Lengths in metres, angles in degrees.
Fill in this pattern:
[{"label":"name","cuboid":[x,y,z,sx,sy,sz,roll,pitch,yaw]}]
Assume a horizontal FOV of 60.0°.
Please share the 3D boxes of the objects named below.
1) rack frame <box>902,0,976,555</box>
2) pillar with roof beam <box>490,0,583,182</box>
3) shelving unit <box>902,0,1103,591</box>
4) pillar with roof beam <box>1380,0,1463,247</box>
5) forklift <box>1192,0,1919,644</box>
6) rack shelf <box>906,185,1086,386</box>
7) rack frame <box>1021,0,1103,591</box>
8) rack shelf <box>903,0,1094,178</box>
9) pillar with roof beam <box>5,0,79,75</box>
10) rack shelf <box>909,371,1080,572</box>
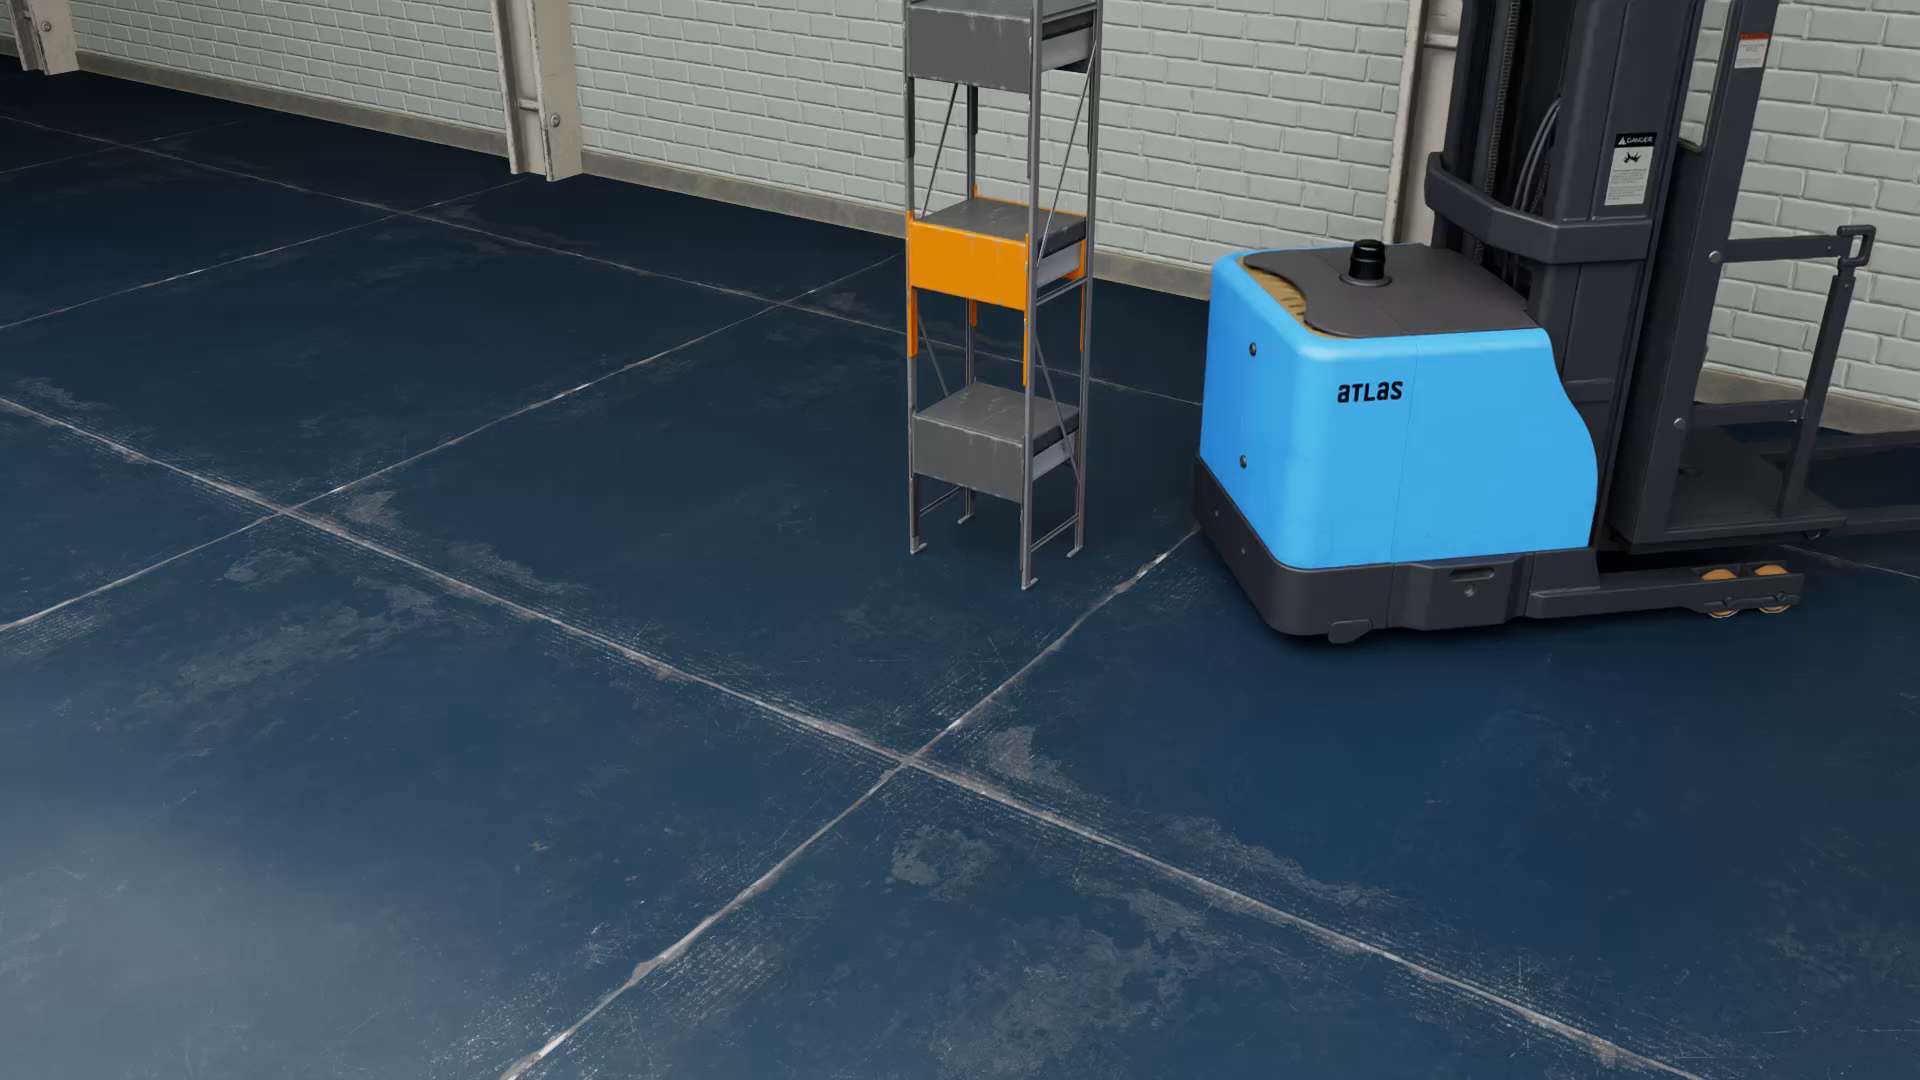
[{"label":"rack frame","cuboid":[-0.065,-0.956,5.813,0.015,2.100,0.400,17,32,30]},{"label":"pillar with roof beam","cuboid":[-5.172,-4.844,5.847,0.400,9.000,9.100,17,32,30]},{"label":"shelving unit","cuboid":[0.136,-0.893,5.690,0.503,2.100,0.431,17,32,30]},{"label":"pillar with roof beam","cuboid":[-0.226,-3.304,2.820,0.400,9.000,9.100,17,32,30]},{"label":"forklift","cuboid":[2.444,-1.269,5.511,3.031,2.935,1.130,-4,27,-9]},{"label":"rack shelf","cuboid":[0.136,-0.881,5.696,0.480,0.518,0.431,17,32,30]},{"label":"rack frame","cuboid":[0.338,-0.831,5.567,0.015,2.100,0.400,17,32,30]},{"label":"rack shelf","cuboid":[0.136,-1.505,5.379,0.480,0.518,0.431,17,32,30]},{"label":"pillar with roof beam","cuboid":[-10.118,-6.385,8.875,0.400,9.000,9.100,17,32,30]},{"label":"rack shelf","cuboid":[0.136,-0.257,6.014,0.480,0.518,0.431,17,32,30]}]
